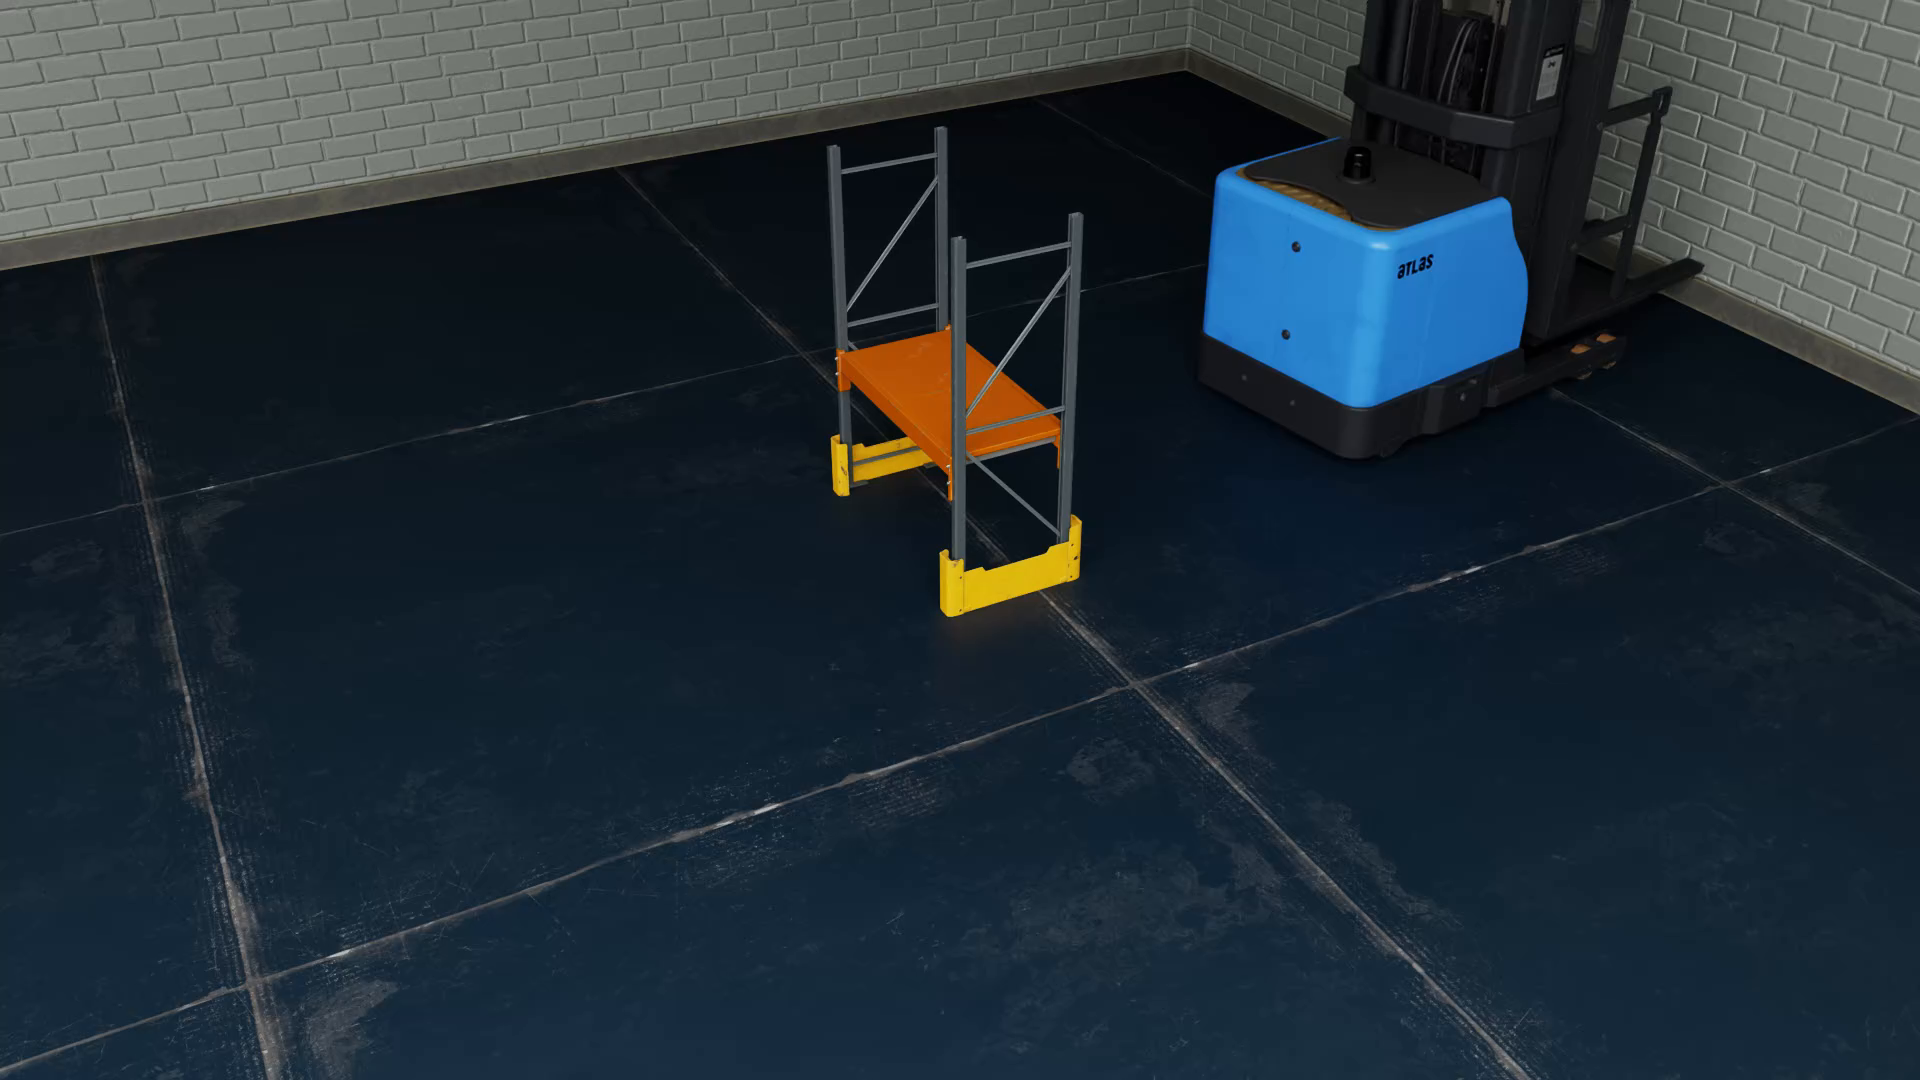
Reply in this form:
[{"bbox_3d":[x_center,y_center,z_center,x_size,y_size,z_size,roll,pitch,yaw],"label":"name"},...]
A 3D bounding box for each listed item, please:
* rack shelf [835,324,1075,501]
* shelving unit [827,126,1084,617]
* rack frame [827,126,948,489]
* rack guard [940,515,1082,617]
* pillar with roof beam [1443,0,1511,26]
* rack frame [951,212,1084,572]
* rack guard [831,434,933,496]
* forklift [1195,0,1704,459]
[{"bbox_3d":[-0.040,-0.521,6.506,0.538,0.185,1.000,-16,36,-23],"label":"rack shelf"},{"bbox_3d":[-0.036,-0.668,6.402,0.587,1.500,1.083,-16,36,-23],"label":"shelving unit"},{"bbox_3d":[-0.277,-0.915,6.788,0.500,1.500,0.032,-16,36,-23],"label":"rack frame"},{"bbox_3d":[0.197,0.096,6.368,0.587,0.250,0.087,-16,36,-23],"label":"rack guard"},{"bbox_3d":[-0.884,-4.672,5.700,9.100,9.000,0.400,-16,36,-23],"label":"pillar with roof beam"},{"bbox_3d":[0.197,-0.430,6.030,0.500,1.500,0.032,-16,36,-23],"label":"rack frame"},{"bbox_3d":[-0.268,-0.379,7.110,0.587,0.250,0.087,-16,36,-23],"label":"rack guard"},{"bbox_3d":[2.596,-2.209,7.482,3.031,2.935,1.130,-22,38,-30],"label":"forklift"}]
